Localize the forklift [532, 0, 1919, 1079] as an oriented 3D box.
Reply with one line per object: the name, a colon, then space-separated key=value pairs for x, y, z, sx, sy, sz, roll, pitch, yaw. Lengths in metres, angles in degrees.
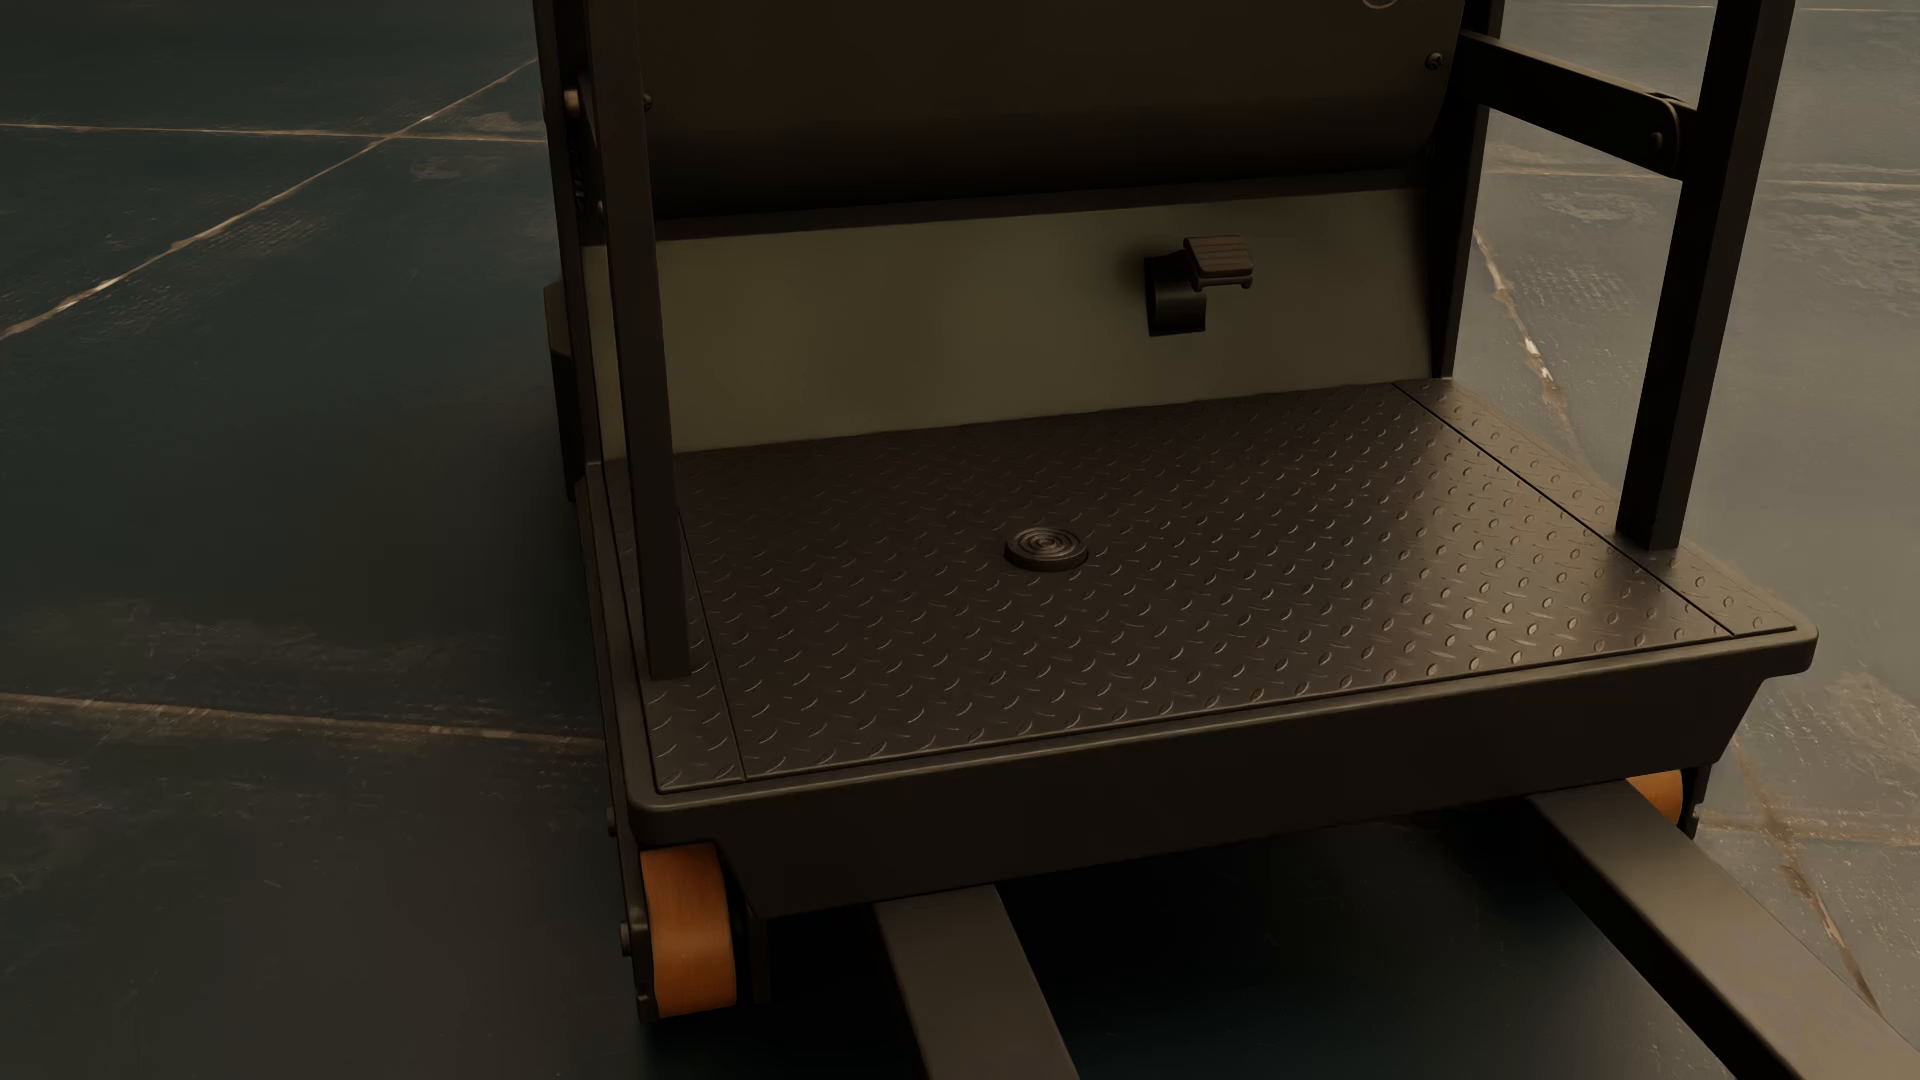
forklift: x=0.153 y=-1.049 z=1.319 sx=1.130 sy=2.935 sz=3.031 roll=-7 pitch=27 yaw=-13
